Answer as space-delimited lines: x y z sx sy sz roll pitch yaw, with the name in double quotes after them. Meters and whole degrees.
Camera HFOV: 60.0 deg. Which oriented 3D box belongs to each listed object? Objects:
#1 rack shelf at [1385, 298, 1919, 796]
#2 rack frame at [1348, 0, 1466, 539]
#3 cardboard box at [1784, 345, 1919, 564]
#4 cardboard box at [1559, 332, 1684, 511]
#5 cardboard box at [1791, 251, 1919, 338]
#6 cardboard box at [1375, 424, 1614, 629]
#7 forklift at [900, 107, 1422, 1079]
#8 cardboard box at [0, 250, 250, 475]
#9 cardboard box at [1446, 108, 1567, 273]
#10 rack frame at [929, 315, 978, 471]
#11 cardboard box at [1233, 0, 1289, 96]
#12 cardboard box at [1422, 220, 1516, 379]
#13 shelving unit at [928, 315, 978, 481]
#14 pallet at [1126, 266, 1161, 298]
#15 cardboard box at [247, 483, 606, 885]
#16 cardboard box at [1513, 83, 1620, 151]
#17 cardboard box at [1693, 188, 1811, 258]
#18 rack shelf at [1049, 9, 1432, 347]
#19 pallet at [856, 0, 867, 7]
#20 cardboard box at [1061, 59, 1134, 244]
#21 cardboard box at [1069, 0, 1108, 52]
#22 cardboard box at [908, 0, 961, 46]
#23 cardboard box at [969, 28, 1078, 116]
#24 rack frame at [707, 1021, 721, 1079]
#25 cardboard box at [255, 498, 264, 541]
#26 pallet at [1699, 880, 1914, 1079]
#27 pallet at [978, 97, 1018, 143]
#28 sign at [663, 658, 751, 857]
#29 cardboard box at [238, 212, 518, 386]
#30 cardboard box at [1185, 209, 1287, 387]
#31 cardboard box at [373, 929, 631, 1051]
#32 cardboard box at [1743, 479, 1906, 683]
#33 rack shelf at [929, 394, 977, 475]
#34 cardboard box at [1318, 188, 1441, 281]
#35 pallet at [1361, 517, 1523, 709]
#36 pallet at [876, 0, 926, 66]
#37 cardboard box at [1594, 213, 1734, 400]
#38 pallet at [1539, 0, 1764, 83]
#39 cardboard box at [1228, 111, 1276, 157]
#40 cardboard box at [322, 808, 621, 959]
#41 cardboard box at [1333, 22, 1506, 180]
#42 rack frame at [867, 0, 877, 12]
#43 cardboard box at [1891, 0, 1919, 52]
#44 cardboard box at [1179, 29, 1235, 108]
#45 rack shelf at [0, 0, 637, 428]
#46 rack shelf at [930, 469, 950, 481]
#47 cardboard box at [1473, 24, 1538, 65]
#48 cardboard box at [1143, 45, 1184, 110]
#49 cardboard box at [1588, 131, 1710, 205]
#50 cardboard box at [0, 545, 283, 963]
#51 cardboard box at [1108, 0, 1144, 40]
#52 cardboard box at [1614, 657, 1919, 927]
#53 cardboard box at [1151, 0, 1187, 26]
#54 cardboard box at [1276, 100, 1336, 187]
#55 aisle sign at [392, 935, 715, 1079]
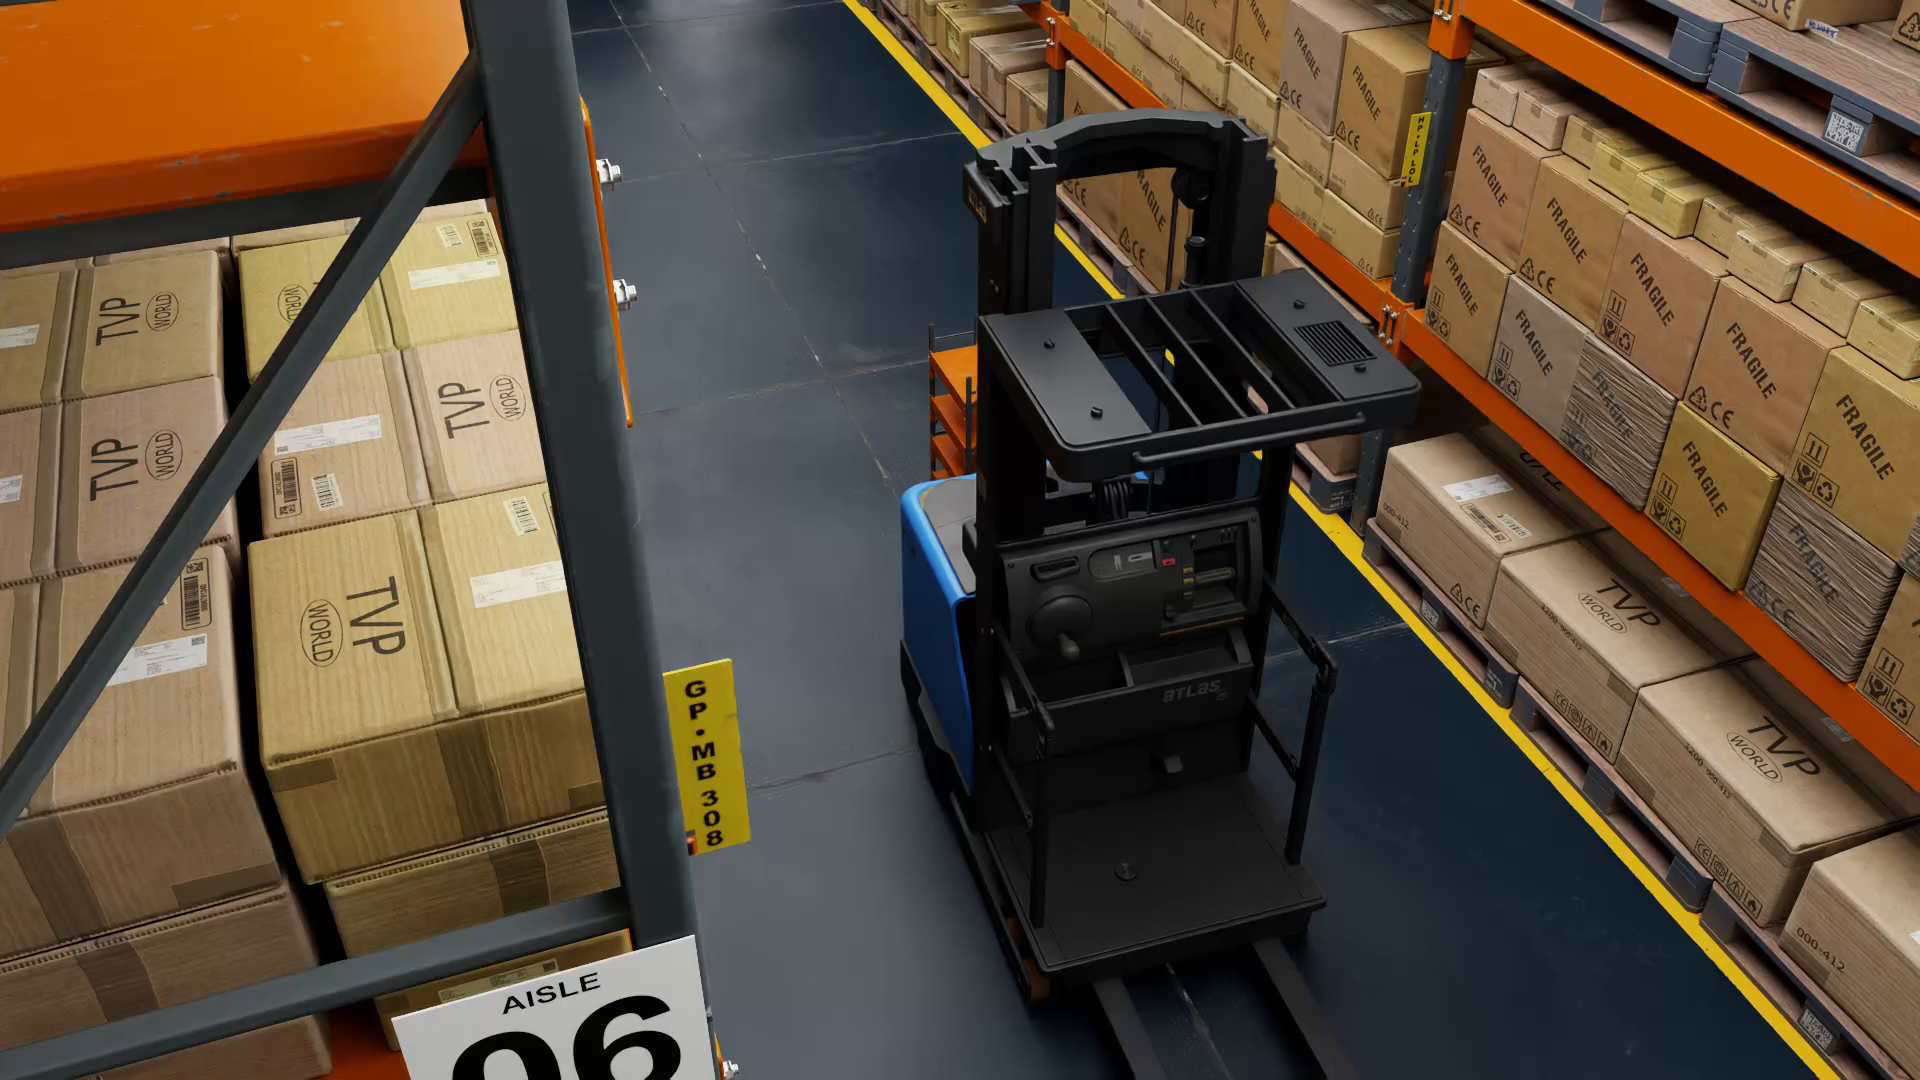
3.130 0.076 6.254 1.077 0.370 4.000 -12 39 -16 "rack shelf"
2.441 -1.342 7.538 1.000 3.000 0.127 -12 39 -16 "rack frame"
3.054 -0.313 5.259 0.500 0.500 0.500 -13 39 -16 "cardboard box"
2.691 -0.495 6.331 0.500 0.500 0.500 -12 39 -16 "cardboard box"
2.943 -0.803 5.370 0.380 0.149 0.250 -11 38 -14 "cardboard box"
2.557 -0.109 7.682 0.875 0.438 0.875 -13 39 -17 "cardboard box"
0.663 0.226 5.513 1.130 2.935 3.031 -11 38 -14 "forklift"
-1.622 -0.285 3.104 0.500 0.250 0.500 -12 39 -15 "cardboard box"
2.378 -1.462 6.783 0.500 0.500 0.500 -12 39 -16 "cardboard box"
-0.027 -0.524 7.948 0.240 1.200 0.015 -12 39 -16 "rack frame"
1.711 -2.562 8.245 0.500 0.500 0.500 -11 38 -15 "cardboard box"
2.357 -1.062 7.084 0.500 0.500 0.500 -11 38 -14 "cardboard box"
0.057 -0.386 7.765 0.258 1.200 0.503 -12 39 -16 "shelving unit"
1.681 -1.338 9.851 1.003 0.211 1.213 -12 39 -16 "pallet"
-0.758 0.189 2.475 0.500 0.250 0.500 -13 39 -16 "cardboard box"
2.410 -1.666 6.516 0.380 0.149 0.250 -12 39 -15 "cardboard box"
2.793 -1.097 5.760 0.380 0.149 0.250 -13 39 -16 "cardboard box"
1.753 -2.184 9.254 1.077 0.370 4.000 -12 39 -16 "rack shelf"
-0.576 -5.119 14.871 1.003 0.211 1.213 -12 39 -16 "pallet"
1.225 -2.513 10.510 0.875 0.875 0.875 -13 39 -16 "cardboard box"
0.997 -3.213 10.147 0.500 0.250 0.500 -13 39 -17 "cardboard box"
0.122 -4.278 13.271 0.950 0.372 0.625 -10 38 -13 "cardboard box"
0.618 -3.456 12.180 0.950 0.372 0.625 -13 39 -17 "cardboard box"
-0.841 1.948 3.171 1.000 3.000 0.127 -12 39 -16 "rack frame"
-1.437 0.209 2.864 0.500 0.250 0.500 -12 39 -16 "cardboard box"
3.469 1.596 5.955 1.003 0.211 1.213 -12 39 -16 "pallet"
0.797 -2.929 11.963 1.003 0.211 1.213 -12 39 -16 "pallet"
-0.332 0.288 2.155 0.100 0.325 0.005 -12 39 -16 "sign"
-1.101 -0.384 3.235 0.500 0.250 0.500 -13 39 -17 "cardboard box"
1.835 -1.503 9.169 0.875 0.875 0.875 -11 38 -15 "cardboard box"
-0.733 0.622 2.647 0.380 0.149 0.250 -12 39 -15 "cardboard box"
3.059 0.085 5.560 0.500 0.500 0.500 -11 38 -15 "cardboard box"
0.057 -0.511 7.671 0.258 0.148 0.480 -12 39 -16 "rack shelf"
2.050 -1.483 7.850 0.500 0.250 0.500 -13 39 -17 "cardboard box"
2.630 0.218 7.785 1.003 0.211 1.213 -12 39 -16 "pallet"
-0.042 -4.307 13.793 1.003 0.211 1.213 -12 39 -16 "pallet"
2.711 -0.883 6.015 0.500 0.500 0.500 -12 39 -15 "cardboard box"
2.713 -2.040 6.046 1.003 0.211 1.213 -12 39 -16 "pallet"
1.720 -2.060 8.616 0.500 0.250 0.500 -13 39 -17 "cardboard box"
-0.738 0.384 2.632 0.500 0.250 0.500 -13 39 -16 "cardboard box"
2.052 -1.981 7.473 0.500 0.500 0.500 -11 38 -14 "cardboard box"
-0.312 -5.861 13.538 1.000 3.000 0.127 -12 39 -16 "rack frame"
3.265 -1.698 5.002 0.500 0.500 0.500 -12 39 -15 "cardboard box"
1.506 -2.538 8.835 0.500 0.250 0.500 -12 39 -15 "cardboard box"
-1.530 -1.289 3.083 1.077 0.370 4.000 -12 39 -16 "rack shelf"
0.057 -0.173 7.925 0.258 0.148 0.480 -12 39 -16 "rack shelf"
2.560 -2.089 7.616 0.500 0.500 0.500 -12 39 -15 "cardboard box"
1.365 -2.629 9.371 0.500 0.250 0.500 -11 38 -14 "cardboard box"
2.565 -1.378 6.133 0.380 0.149 0.250 -13 39 -16 "cardboard box"
-1.256 0.298 2.330 0.500 0.250 0.500 -13 39 -17 "cardboard box"
1.184 -3.111 9.597 0.500 0.250 0.500 -12 39 -15 "cardboard box"
3.174 0.906 6.334 0.875 0.438 0.875 -11 38 -15 "cardboard box"
1.348 -3.138 9.008 0.500 0.500 0.500 -11 38 -15 "cardboard box"
1.882 -1.961 8.069 0.500 0.250 0.500 -12 38 -15 "cardboard box"
-0.542 0.887 2.418 0.394 0.787 0.004 -12 39 -16 "aisle sign"
